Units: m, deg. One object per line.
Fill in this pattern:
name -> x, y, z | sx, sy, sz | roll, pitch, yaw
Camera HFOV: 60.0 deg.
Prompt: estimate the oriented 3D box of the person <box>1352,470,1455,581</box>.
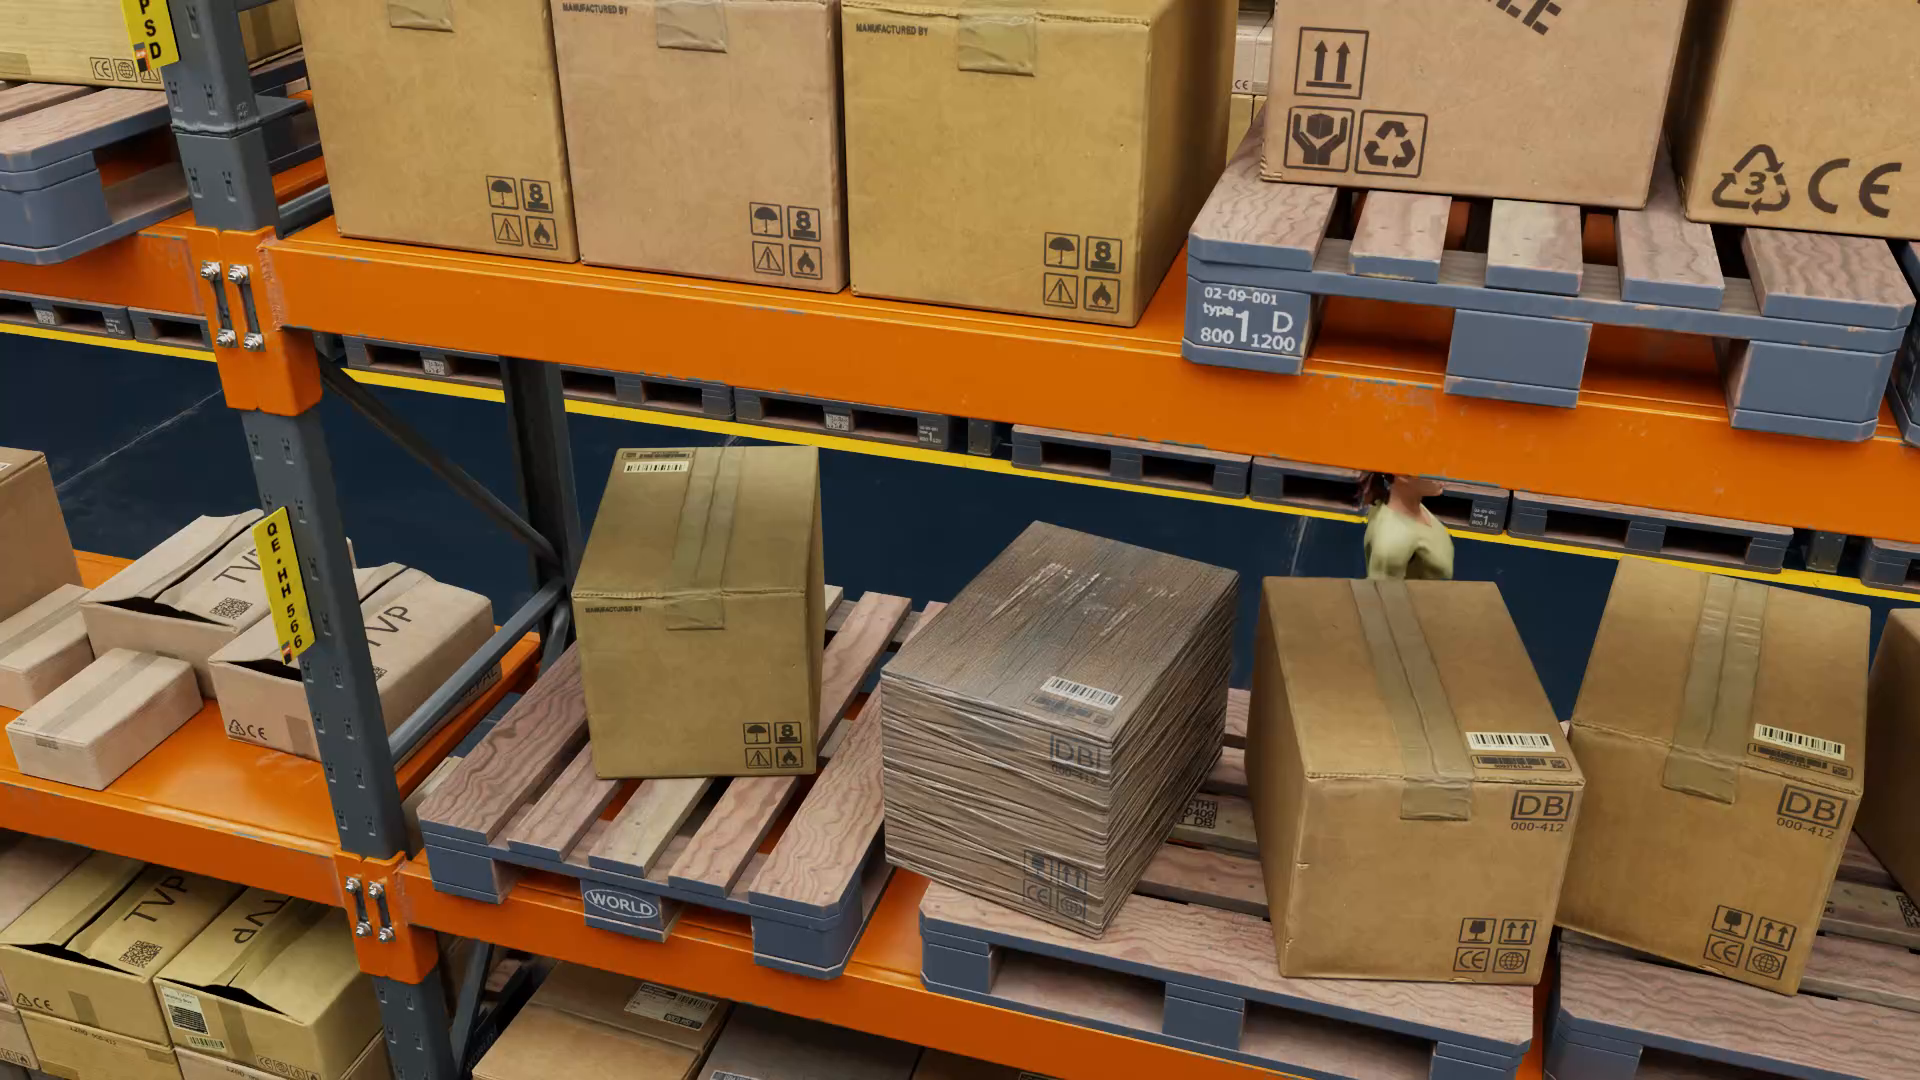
person -> 1.396, 0.367, 5.467 | 0.865, 1.634, 0.453 | 11, 31, 19
